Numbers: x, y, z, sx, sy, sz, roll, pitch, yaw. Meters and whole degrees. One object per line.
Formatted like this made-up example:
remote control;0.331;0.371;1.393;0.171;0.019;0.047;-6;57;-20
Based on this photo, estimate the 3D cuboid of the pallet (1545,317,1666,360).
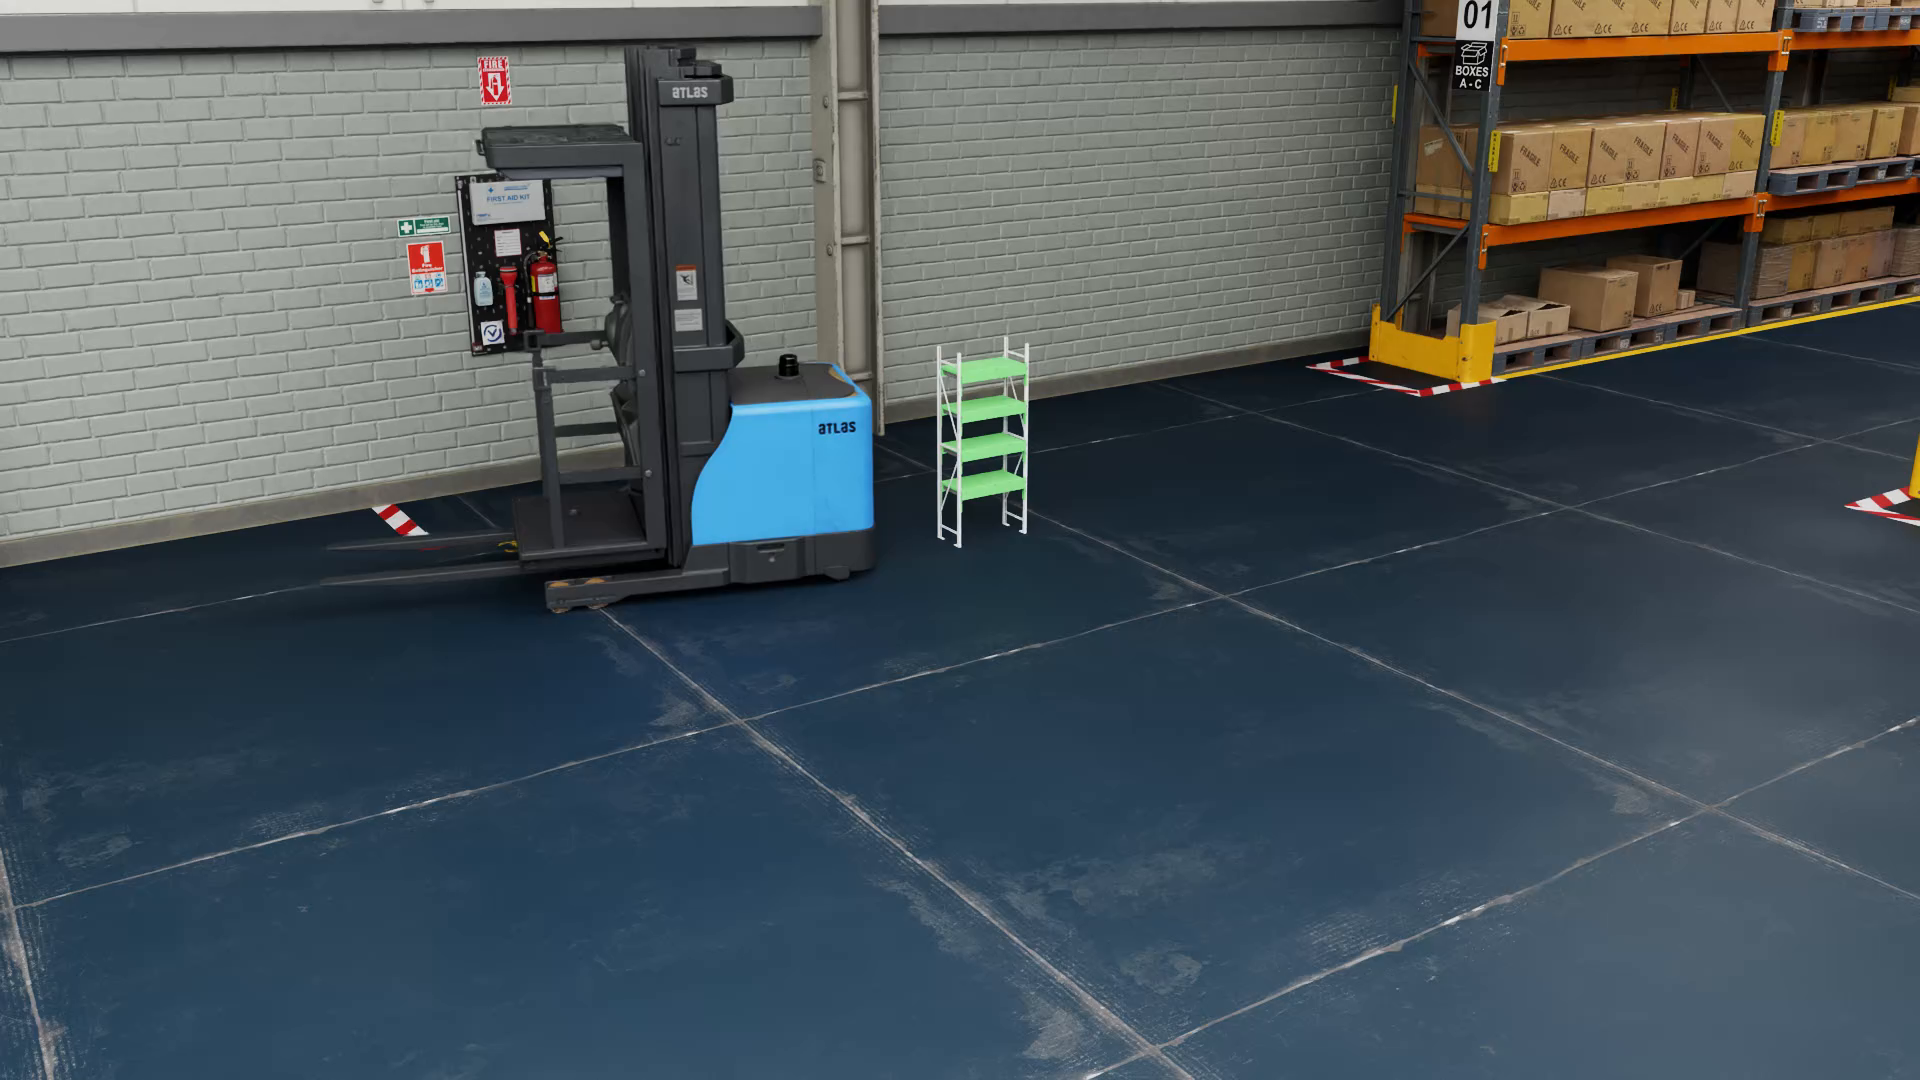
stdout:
pallet;5.865;-1.967;15.734;1.213;0.211;1.003;-12;22;-31

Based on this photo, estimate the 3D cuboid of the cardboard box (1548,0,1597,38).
cardboard box;4.970;-4.482;13.949;0.500;0.500;0.500;-10;21;-28

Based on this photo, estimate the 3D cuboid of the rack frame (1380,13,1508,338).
rack frame;4.085;-2.927;14.220;0.127;3.000;1.000;-12;22;-31

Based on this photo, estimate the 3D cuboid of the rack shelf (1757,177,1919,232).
rack shelf;9.096;-3.643;17.462;4.000;0.370;1.077;-12;22;-31

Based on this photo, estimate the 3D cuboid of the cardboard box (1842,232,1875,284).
cardboard box;9.301;-3.065;17.844;0.500;0.500;0.700;-12;22;-32

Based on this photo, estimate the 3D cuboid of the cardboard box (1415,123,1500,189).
cardboard box;4.362;-3.361;14.535;0.500;0.500;0.500;-12;22;-32

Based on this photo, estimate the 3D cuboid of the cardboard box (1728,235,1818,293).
cardboard box;8.436;-2.895;17.340;0.500;0.500;0.700;-12;22;-32

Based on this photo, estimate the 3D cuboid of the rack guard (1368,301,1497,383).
rack guard;4.149;-1.757;14.660;0.348;0.500;1.175;-12;22;-31

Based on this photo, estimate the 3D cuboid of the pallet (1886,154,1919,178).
pallet;10.230;-4.092;17.964;1.003;0.211;1.213;-12;22;-31

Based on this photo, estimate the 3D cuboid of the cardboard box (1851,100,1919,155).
cardboard box;9.928;-4.401;17.737;0.500;0.500;0.700;-14;23;-36

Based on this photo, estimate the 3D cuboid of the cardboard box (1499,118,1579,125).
cardboard box;5.217;-3.539;15.062;0.500;0.500;0.500;-13;22;-33

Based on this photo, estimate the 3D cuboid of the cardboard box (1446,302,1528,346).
cardboard box;4.713;-1.960;14.870;0.500;0.311;0.500;-15;24;-37

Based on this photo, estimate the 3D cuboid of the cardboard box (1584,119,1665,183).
cardboard box;5.927;-3.493;14.924;0.500;0.500;0.500;-11;22;-30

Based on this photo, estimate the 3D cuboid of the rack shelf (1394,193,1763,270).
rack shelf;5.756;-2.939;15.378;4.000;0.370;1.077;-12;22;-31

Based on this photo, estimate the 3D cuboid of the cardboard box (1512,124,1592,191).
cardboard box;5.068;-3.309;14.382;0.500;0.500;0.500;-12;22;-31

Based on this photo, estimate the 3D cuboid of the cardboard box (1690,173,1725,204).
cardboard box;6.777;-3.320;15.586;0.500;0.250;0.500;-12;22;-31

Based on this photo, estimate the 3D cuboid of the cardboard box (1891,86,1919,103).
cardboard box;10.235;-4.770;17.815;0.250;0.149;0.380;-17;25;-40

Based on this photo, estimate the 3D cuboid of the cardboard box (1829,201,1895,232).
cardboard box;9.684;-3.492;17.934;0.500;0.250;0.500;-11;22;-30

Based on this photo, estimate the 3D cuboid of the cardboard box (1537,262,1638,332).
cardboard box;5.829;-2.266;15.479;0.500;0.500;0.700;-14;23;-35

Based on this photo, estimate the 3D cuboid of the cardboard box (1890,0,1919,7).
cardboard box;9.633;-5.612;17.286;0.637;0.503;0.797;-9;20;-24

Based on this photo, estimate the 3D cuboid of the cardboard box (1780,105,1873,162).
cardboard box;8.873;-4.189;17.109;0.500;0.500;0.700;-9;21;-24

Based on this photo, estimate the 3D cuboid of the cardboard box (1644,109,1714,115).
cardboard box;6.919;-3.899;16.126;0.500;0.500;0.500;-13;22;-33

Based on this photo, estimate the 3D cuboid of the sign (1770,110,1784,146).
sign;7.731;-3.898;15.740;0.005;0.325;0.100;-12;22;-31

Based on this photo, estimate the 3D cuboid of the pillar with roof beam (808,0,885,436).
pillar with roof beam;1.551;-3.916;7.777;0.400;9.000;9.100;-12;22;-31

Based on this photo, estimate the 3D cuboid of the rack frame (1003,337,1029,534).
rack frame;0.342;-0.641;10.266;0.015;1.200;0.240;-12;22;-31

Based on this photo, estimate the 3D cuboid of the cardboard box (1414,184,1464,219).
cardboard box;4.369;-3.000;14.638;0.500;0.250;0.500;-12;22;-31

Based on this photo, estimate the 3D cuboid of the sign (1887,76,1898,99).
sign;10.459;-5.033;18.640;0.005;0.325;0.100;-12;22;-31

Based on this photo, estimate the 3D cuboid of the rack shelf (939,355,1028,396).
rack shelf;0.138;-0.992;10.006;0.480;0.148;0.258;-12;22;-31

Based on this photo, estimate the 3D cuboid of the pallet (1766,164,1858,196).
pallet;8.144;-3.637;16.618;1.213;0.211;1.003;-12;22;-31

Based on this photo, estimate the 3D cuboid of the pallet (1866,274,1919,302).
pallet;10.113;-2.878;18.429;1.213;0.211;1.003;-12;22;-31

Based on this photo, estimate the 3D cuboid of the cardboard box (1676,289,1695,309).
cardboard box;6.996;-2.396;16.385;0.250;0.166;0.380;-16;24;-38

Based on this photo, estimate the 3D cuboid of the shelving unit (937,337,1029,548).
shelving unit;0.138;-0.598;10.139;0.503;1.200;0.258;-12;22;-31

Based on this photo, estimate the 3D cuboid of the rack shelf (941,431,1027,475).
rack shelf;0.138;-0.537;10.159;0.480;0.148;0.258;-12;22;-31

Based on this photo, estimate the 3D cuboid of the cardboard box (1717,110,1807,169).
cardboard box;7.870;-3.968;16.456;0.500;0.500;0.700;-12;22;-31

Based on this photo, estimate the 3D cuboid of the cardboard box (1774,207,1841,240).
cardboard box;8.830;-3.317;17.417;0.500;0.250;0.500;-13;22;-33

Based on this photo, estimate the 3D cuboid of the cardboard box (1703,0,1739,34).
cardboard box;6.711;-4.869;15.093;0.500;0.500;0.500;-14;23;-36

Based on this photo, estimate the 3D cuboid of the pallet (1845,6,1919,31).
pallet;8.865;-5.228;16.634;1.003;0.211;1.213;-12;22;-31

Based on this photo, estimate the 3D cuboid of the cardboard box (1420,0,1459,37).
cardboard box;4.295;-4.546;14.138;0.500;0.500;0.500;-10;21;-28

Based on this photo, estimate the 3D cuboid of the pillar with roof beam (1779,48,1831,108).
pillar with roof beam;11.573;-6.029;14.029;0.400;9.000;9.100;-12;22;-31

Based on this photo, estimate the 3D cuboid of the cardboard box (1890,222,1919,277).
cardboard box;10.194;-3.220;18.302;0.500;0.500;0.700;-12;22;-31

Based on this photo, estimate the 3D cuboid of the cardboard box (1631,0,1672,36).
cardboard box;5.838;-4.675;14.518;0.500;0.500;0.500;-10;21;-28

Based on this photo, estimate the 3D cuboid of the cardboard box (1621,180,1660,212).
cardboard box;5.945;-3.139;15.048;0.500;0.250;0.500;-12;22;-31

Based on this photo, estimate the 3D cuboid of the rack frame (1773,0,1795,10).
rack frame;7.426;-6.474;15.344;0.127;3.000;1.000;-12;22;-31

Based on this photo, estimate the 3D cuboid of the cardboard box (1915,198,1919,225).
cardboard box;11.453;-3.612;18.945;0.750;0.750;0.750;-12;22;-32

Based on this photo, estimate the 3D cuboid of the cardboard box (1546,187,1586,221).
cardboard box;5.093;-2.962;14.526;0.500;0.250;0.500;-13;22;-33

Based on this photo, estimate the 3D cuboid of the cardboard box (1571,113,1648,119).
cardboard box;6.065;-3.722;15.604;0.500;0.500;0.500;-11;22;-30

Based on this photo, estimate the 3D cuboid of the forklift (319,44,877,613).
forklift;-2.055;-1.180;9.159;3.031;2.935;1.130;-5;19;-16

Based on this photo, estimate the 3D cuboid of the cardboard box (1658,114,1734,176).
cardboard box;6.788;-3.670;15.450;0.500;0.500;0.500;-12;22;-32

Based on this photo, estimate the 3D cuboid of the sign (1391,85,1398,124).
sign;3.797;-3.778;14.434;0.005;0.325;0.100;-12;22;-31

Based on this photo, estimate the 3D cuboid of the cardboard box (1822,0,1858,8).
cardboard box;8.441;-5.393;16.313;0.500;0.311;0.500;-11;22;-30

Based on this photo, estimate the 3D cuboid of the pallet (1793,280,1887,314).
pallet;9.095;-2.665;17.797;1.213;0.211;1.003;-12;22;-31

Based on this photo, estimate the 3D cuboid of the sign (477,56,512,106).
sign;-2.963;-2.924;10.589;0.199;0.298;0.001;-12;22;-31
